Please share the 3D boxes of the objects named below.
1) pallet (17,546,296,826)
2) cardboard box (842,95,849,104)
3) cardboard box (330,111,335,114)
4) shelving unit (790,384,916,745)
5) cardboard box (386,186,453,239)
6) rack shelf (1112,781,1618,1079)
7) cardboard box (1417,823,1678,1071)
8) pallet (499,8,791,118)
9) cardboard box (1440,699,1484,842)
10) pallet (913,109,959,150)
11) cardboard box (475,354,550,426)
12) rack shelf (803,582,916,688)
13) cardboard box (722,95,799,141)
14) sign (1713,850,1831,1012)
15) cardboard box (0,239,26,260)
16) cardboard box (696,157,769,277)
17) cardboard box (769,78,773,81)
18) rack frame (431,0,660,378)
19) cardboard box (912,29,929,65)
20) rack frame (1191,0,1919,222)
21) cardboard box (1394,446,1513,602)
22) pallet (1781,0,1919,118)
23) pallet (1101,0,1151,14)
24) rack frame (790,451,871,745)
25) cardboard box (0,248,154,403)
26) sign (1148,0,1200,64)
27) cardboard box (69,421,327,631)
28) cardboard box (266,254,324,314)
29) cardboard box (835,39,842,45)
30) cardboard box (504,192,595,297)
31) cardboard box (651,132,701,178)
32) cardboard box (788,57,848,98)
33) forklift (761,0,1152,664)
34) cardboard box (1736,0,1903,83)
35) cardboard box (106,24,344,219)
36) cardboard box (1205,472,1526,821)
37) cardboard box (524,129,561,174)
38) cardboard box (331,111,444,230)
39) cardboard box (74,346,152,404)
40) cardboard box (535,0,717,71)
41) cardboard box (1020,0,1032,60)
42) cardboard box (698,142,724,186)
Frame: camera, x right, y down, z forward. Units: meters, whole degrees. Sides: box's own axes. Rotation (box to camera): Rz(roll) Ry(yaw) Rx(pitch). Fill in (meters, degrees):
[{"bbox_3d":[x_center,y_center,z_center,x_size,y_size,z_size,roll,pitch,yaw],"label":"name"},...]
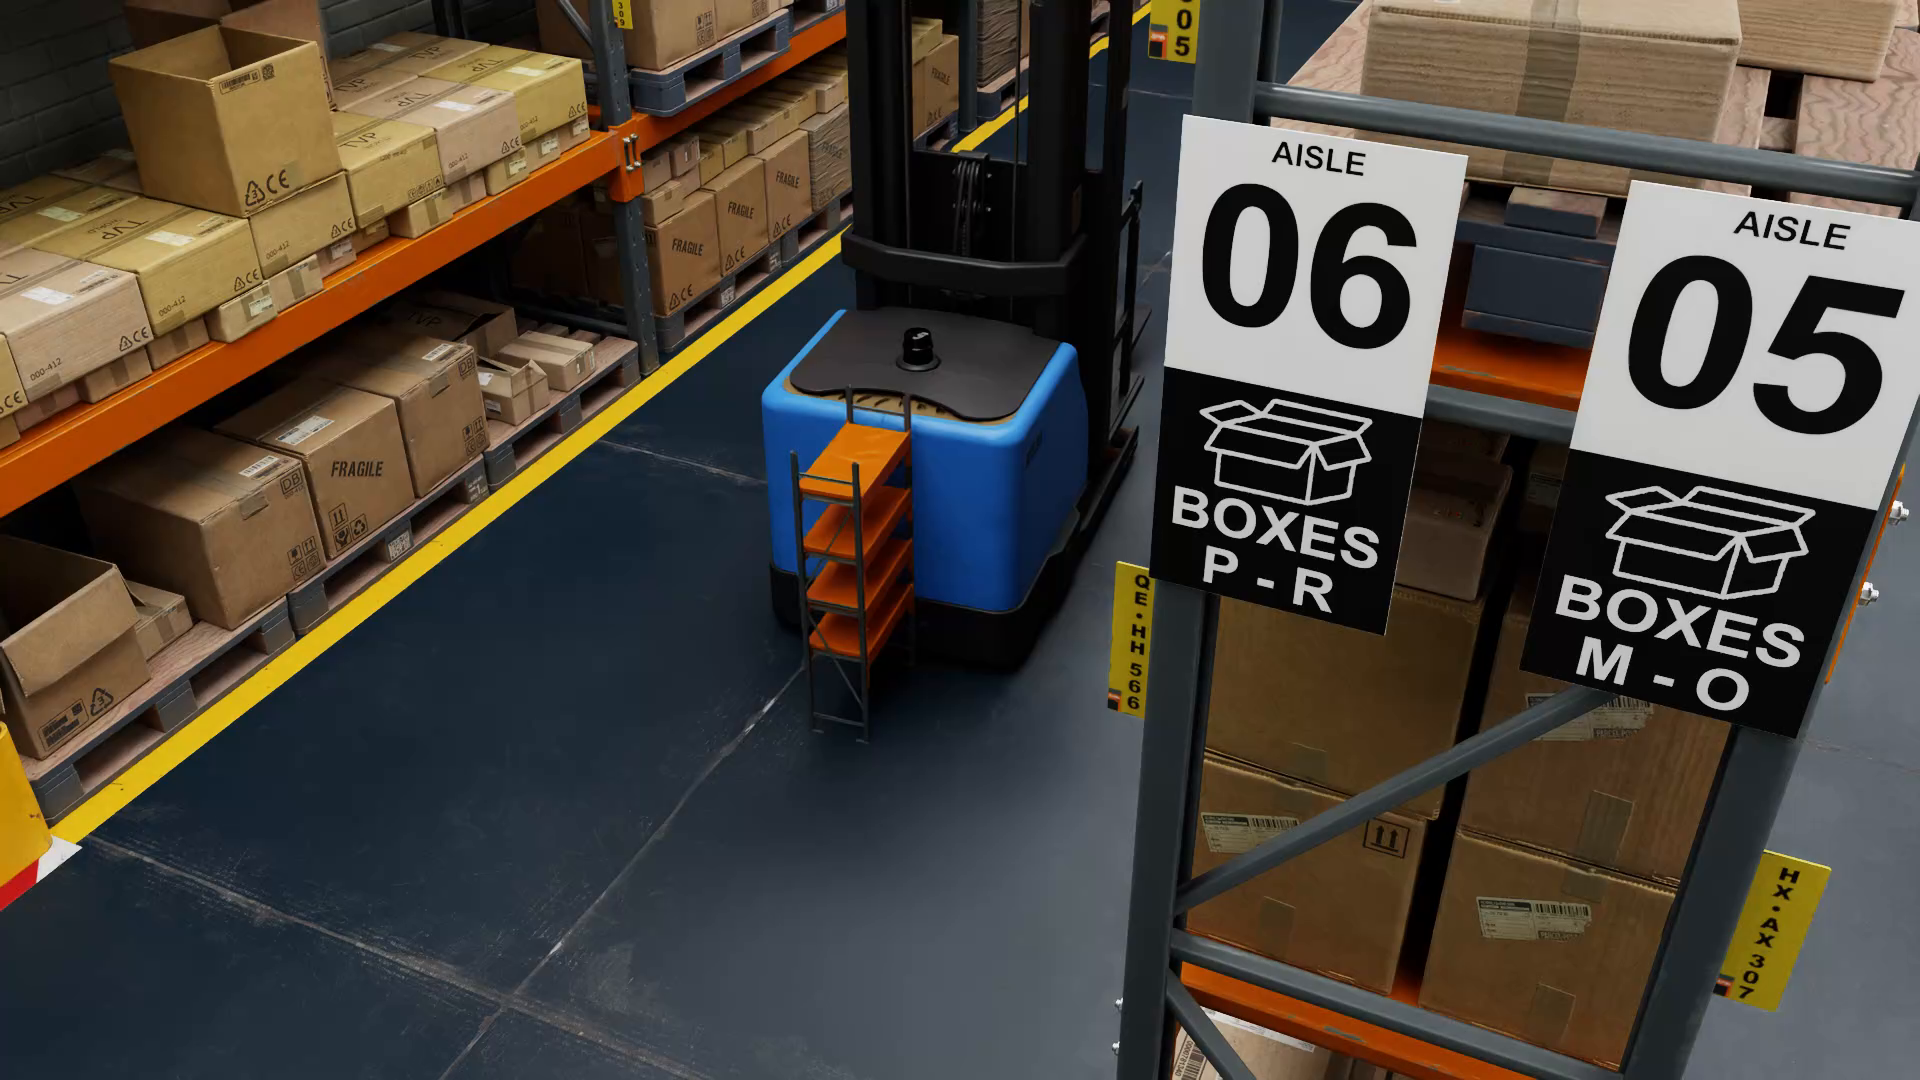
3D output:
[{"bbox_3d":[-3.341,0.494,6.305,1.003,0.211,1.213,14,36,20],"label":"pallet"},{"bbox_3d":[-0.775,-2.584,10.352,0.500,0.500,0.500,16,36,23],"label":"cardboard box"},{"bbox_3d":[-2.905,-1.599,6.818,0.500,0.250,0.500,15,36,22],"label":"cardboard box"},{"bbox_3d":[-0.367,0.100,5.999,0.258,1.200,0.503,11,35,16],"label":"shelving unit"},{"bbox_3d":[-2.327,-1.380,6.848,0.380,0.149,0.250,14,36,20],"label":"cardboard box"},{"bbox_3d":[1.642,0.204,4.859,1.077,0.370,4.000,14,36,20],"label":"rack shelf"},{"bbox_3d":[1.266,0.684,3.380,0.500,0.500,0.500,14,36,20],"label":"cardboard box"},{"bbox_3d":[-1.598,-2.522,8.536,1.003,0.211,1.213,14,36,20],"label":"pallet"},{"bbox_3d":[0.990,0.310,3.950,0.500,0.500,0.500,13,36,19],"label":"cardboard box"},{"bbox_3d":[-0.705,-2.693,11.164,1.003,0.211,1.213,14,36,20],"label":"pallet"},{"bbox_3d":[-2.147,-0.739,7.752,0.396,0.266,0.258,15,36,22],"label":"cardboard box"},{"bbox_3d":[-0.366,0.322,6.147,0.258,0.148,0.480,11,35,16],"label":"rack shelf"},{"bbox_3d":[-1.151,-2.414,9.500,0.380,0.149,0.250,15,36,22],"label":"cardboard box"},{"bbox_3d":[1.306,0.634,2.685,0.100,0.325,0.005,14,36,20],"label":"sign"},{"bbox_3d":[-3.537,-0.846,5.670,0.500,0.250,0.500,14,36,21],"label":"cardboard box"},{"bbox_3d":[-1.411,-1.817,9.182,0.500,0.500,0.500,14,36,20],"label":"cardboard box"},{"bbox_3d":[-1.352,-2.779,10.058,0.380,0.149,0.250,14,36,21],"label":"cardboard box"},{"bbox_3d":[-2.032,-2.230,7.915,1.000,3.000,0.127,14,36,20],"label":"rack frame"},{"bbox_3d":[-0.421,-3.176,10.664,0.380,0.149,0.250,12,35,18],"label":"cardboard box"},{"bbox_3d":[0.805,-1.609,1.498,1.000,3.000,0.127,14,36,20],"label":"rack frame"},{"bbox_3d":[0.773,-0.057,3.006,0.380,0.149,0.250,15,36,21],"label":"cardboard box"},{"bbox_3d":[1.615,-1.300,3.842,1.003,0.211,1.213,14,36,20],"label":"pallet"},{"bbox_3d":[1.043,-4.672,14.183,1.003,0.211,1.213,14,36,20],"label":"pallet"},{"bbox_3d":[-0.445,0.228,5.807,0.240,1.200,0.015,11,35,16],"label":"rack frame"},{"bbox_3d":[-3.060,-0.715,5.470,0.500,0.250,0.500,15,36,21],"label":"cardboard box"},{"bbox_3d":[0.318,-0.824,2.300,0.100,0.325,0.005,14,36,20],"label":"sign"},{"bbox_3d":[-2.970,-0.068,6.514,0.700,0.500,0.500,16,36,22],"label":"cardboard box"},{"bbox_3d":[-2.643,-0.999,6.268,0.380,0.149,0.250,15,36,22],"label":"cardboard box"},{"bbox_3d":[-0.995,-3.309,10.866,0.380,0.149,0.250,15,36,22],"label":"cardboard box"},{"bbox_3d":[-2.095,-1.672,8.962,0.500,0.500,0.500,14,36,20],"label":"cardboard box"},{"bbox_3d":[-1.575,-2.014,8.619,0.380,0.149,0.250,12,35,18],"label":"cardboard box"},{"bbox_3d":[-0.827,-2.810,10.105,0.380,0.149,0.250,14,36,20],"label":"cardboard box"},{"bbox_3d":[0.200,-1.550,6.941,1.130,2.935,3.031,11,35,16],"label":"forklift"},{"bbox_3d":[1.469,-0.957,2.993,0.380,0.149,0.250,16,36,22],"label":"cardboard box"},{"bbox_3d":[-2.643,-1.524,6.021,0.500,0.500,0.500,15,36,22],"label":"cardboard box"},{"bbox_3d":[0.790,0.145,3.291,0.500,0.500,0.500,15,36,22],"label":"cardboard box"},{"bbox_3d":[-2.025,-1.773,7.448,0.380,0.149,0.250,15,36,22],"label":"cardboard box"},{"bbox_3d":[-2.440,-1.484,6.642,0.500,0.250,0.500,14,36,20],"label":"cardboard box"},{"bbox_3d":[-3.014,-0.621,5.691,0.380,0.149,0.250,15,36,22],"label":"cardboard box"},{"bbox_3d":[-1.626,-2.637,8.062,0.700,0.500,0.500,15,36,22],"label":"cardboard box"},{"bbox_3d":[0.181,-4.039,12.457,0.875,0.625,0.625,15,36,22],"label":"cardboard box"},{"bbox_3d":[-1.497,-2.035,8.923,0.380,0.149,0.250,12,35,18],"label":"cardboard box"}]
